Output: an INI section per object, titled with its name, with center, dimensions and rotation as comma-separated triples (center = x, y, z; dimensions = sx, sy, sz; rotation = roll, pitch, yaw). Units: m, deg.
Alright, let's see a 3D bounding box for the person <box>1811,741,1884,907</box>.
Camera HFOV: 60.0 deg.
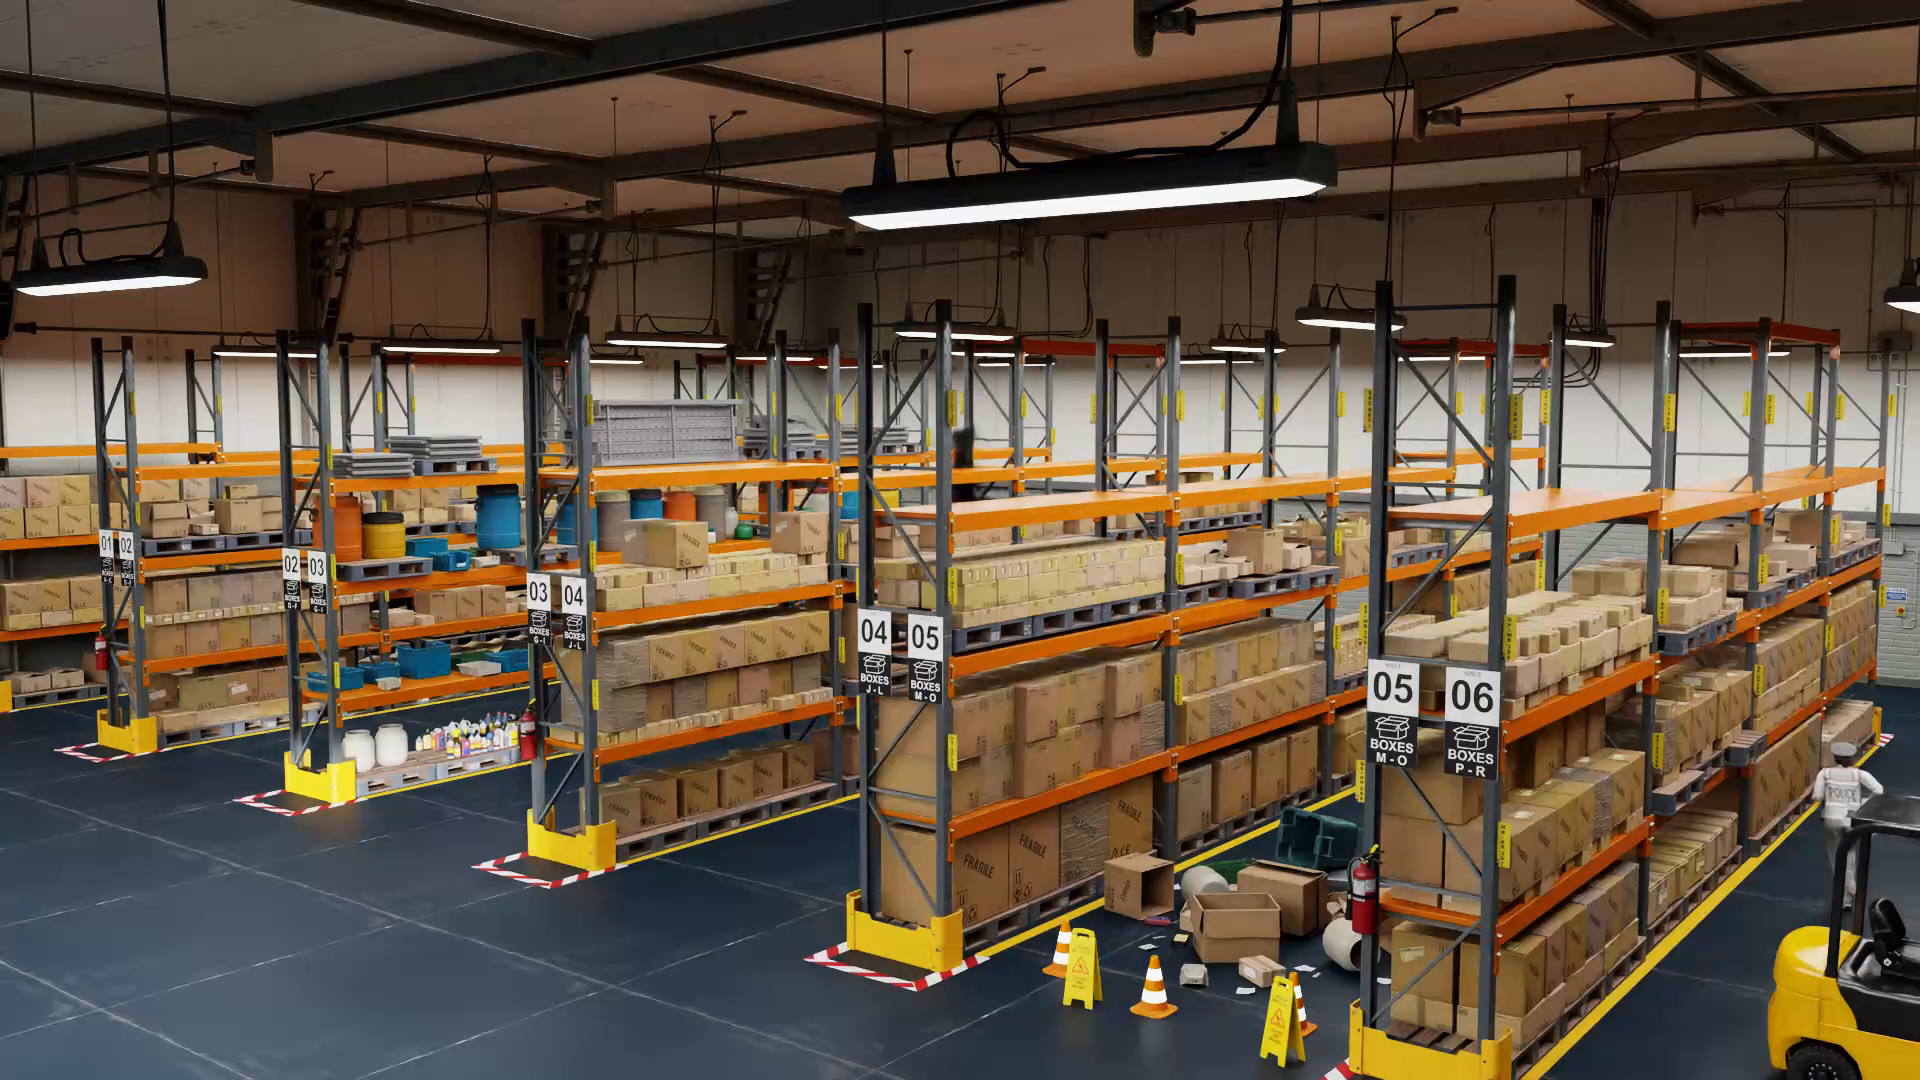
[person]
center = 9.015, 2.884, 16.941
dimensions = 0.613, 1.610, 0.741
rotation = 2, 5, 20
